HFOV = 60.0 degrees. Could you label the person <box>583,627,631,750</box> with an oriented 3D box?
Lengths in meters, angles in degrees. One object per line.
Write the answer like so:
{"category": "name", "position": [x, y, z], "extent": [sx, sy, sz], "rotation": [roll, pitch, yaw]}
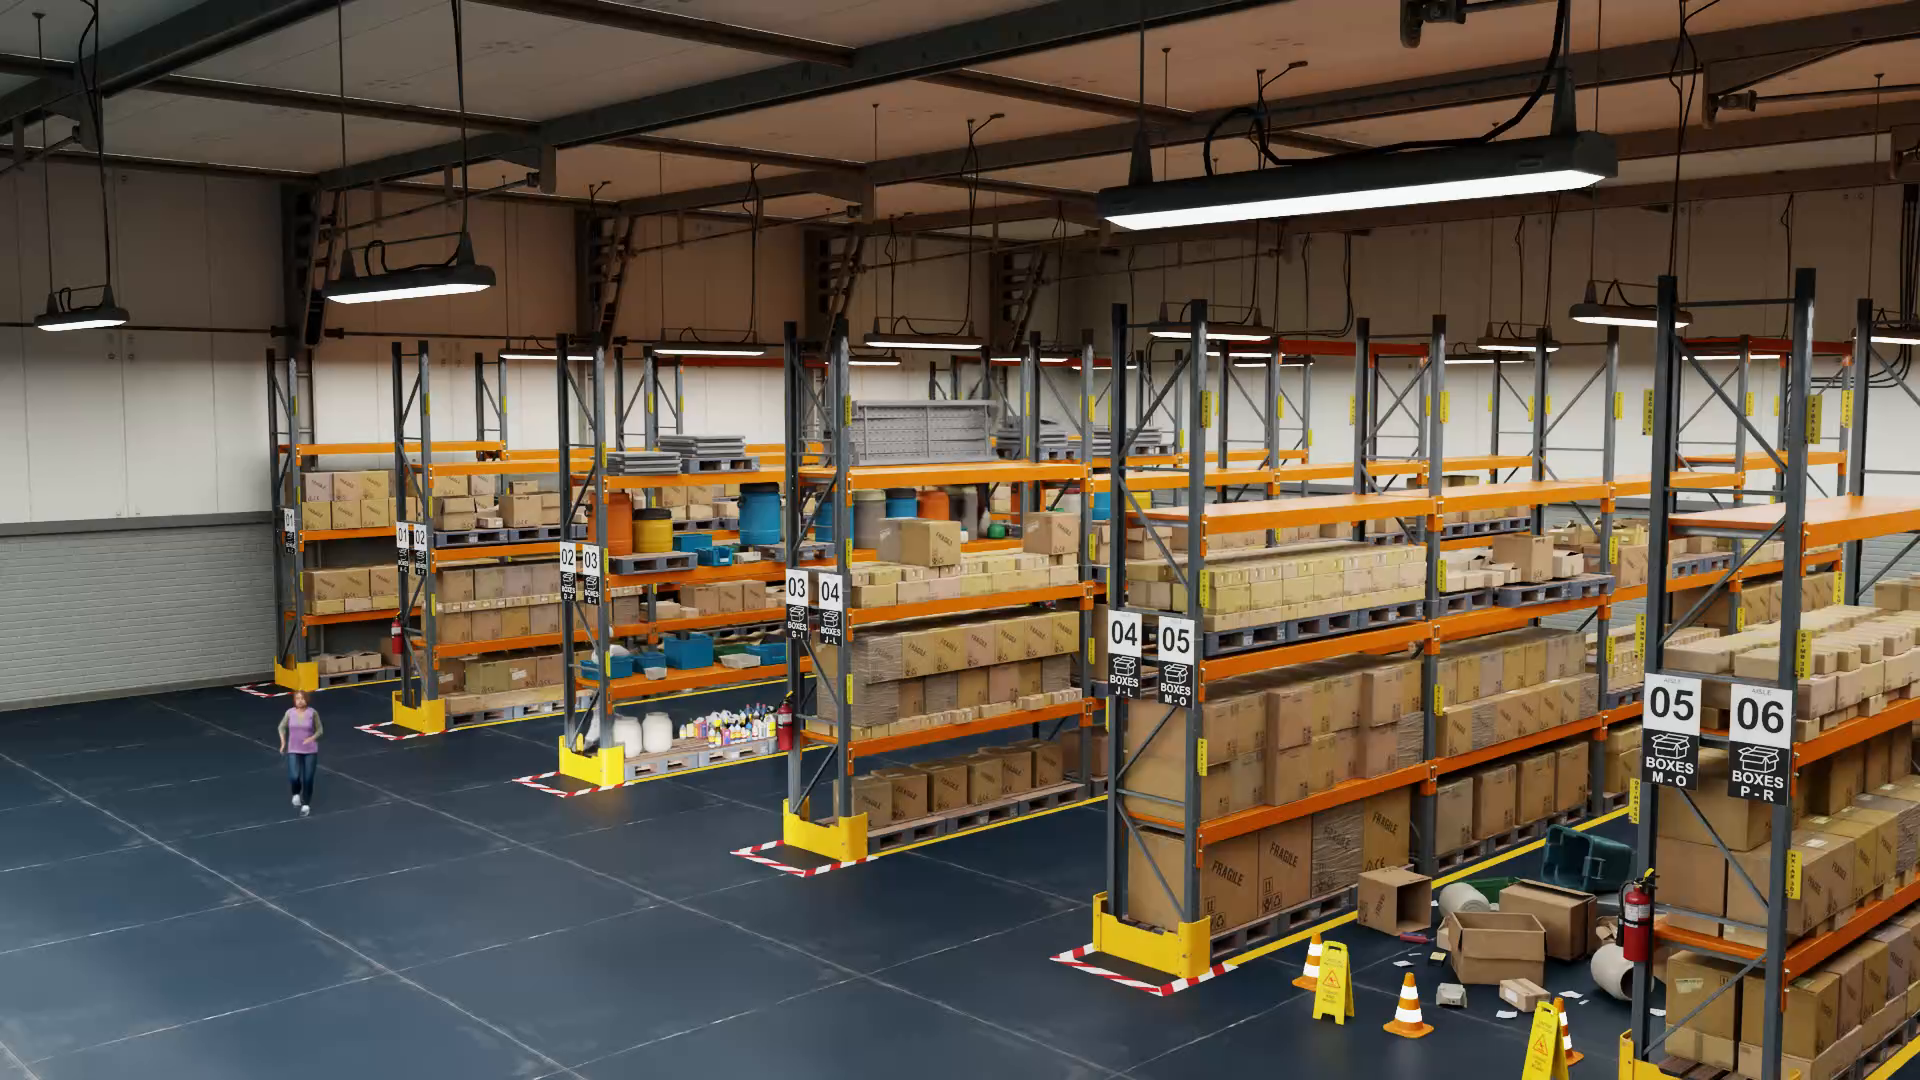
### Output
{"category": "person", "position": [-5.275, 2.145, 24.520], "extent": [0.694, 1.745, 1.058], "rotation": [4, 7, 41]}

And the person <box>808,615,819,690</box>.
{"category": "person", "position": [-2.363, 1.673, 28.030], "extent": [0.610, 1.729, 0.634], "rotation": [5, 7, 43]}

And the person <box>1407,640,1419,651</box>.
{"category": "person", "position": [6.509, 2.263, 23.977], "extent": [0.594, 1.658, 0.895], "rotation": [4, 6, 40]}

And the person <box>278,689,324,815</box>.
{"category": "person", "position": [-8.091, 2.630, 20.421], "extent": [0.528, 1.543, 0.543], "rotation": [-2, 5, -19]}
